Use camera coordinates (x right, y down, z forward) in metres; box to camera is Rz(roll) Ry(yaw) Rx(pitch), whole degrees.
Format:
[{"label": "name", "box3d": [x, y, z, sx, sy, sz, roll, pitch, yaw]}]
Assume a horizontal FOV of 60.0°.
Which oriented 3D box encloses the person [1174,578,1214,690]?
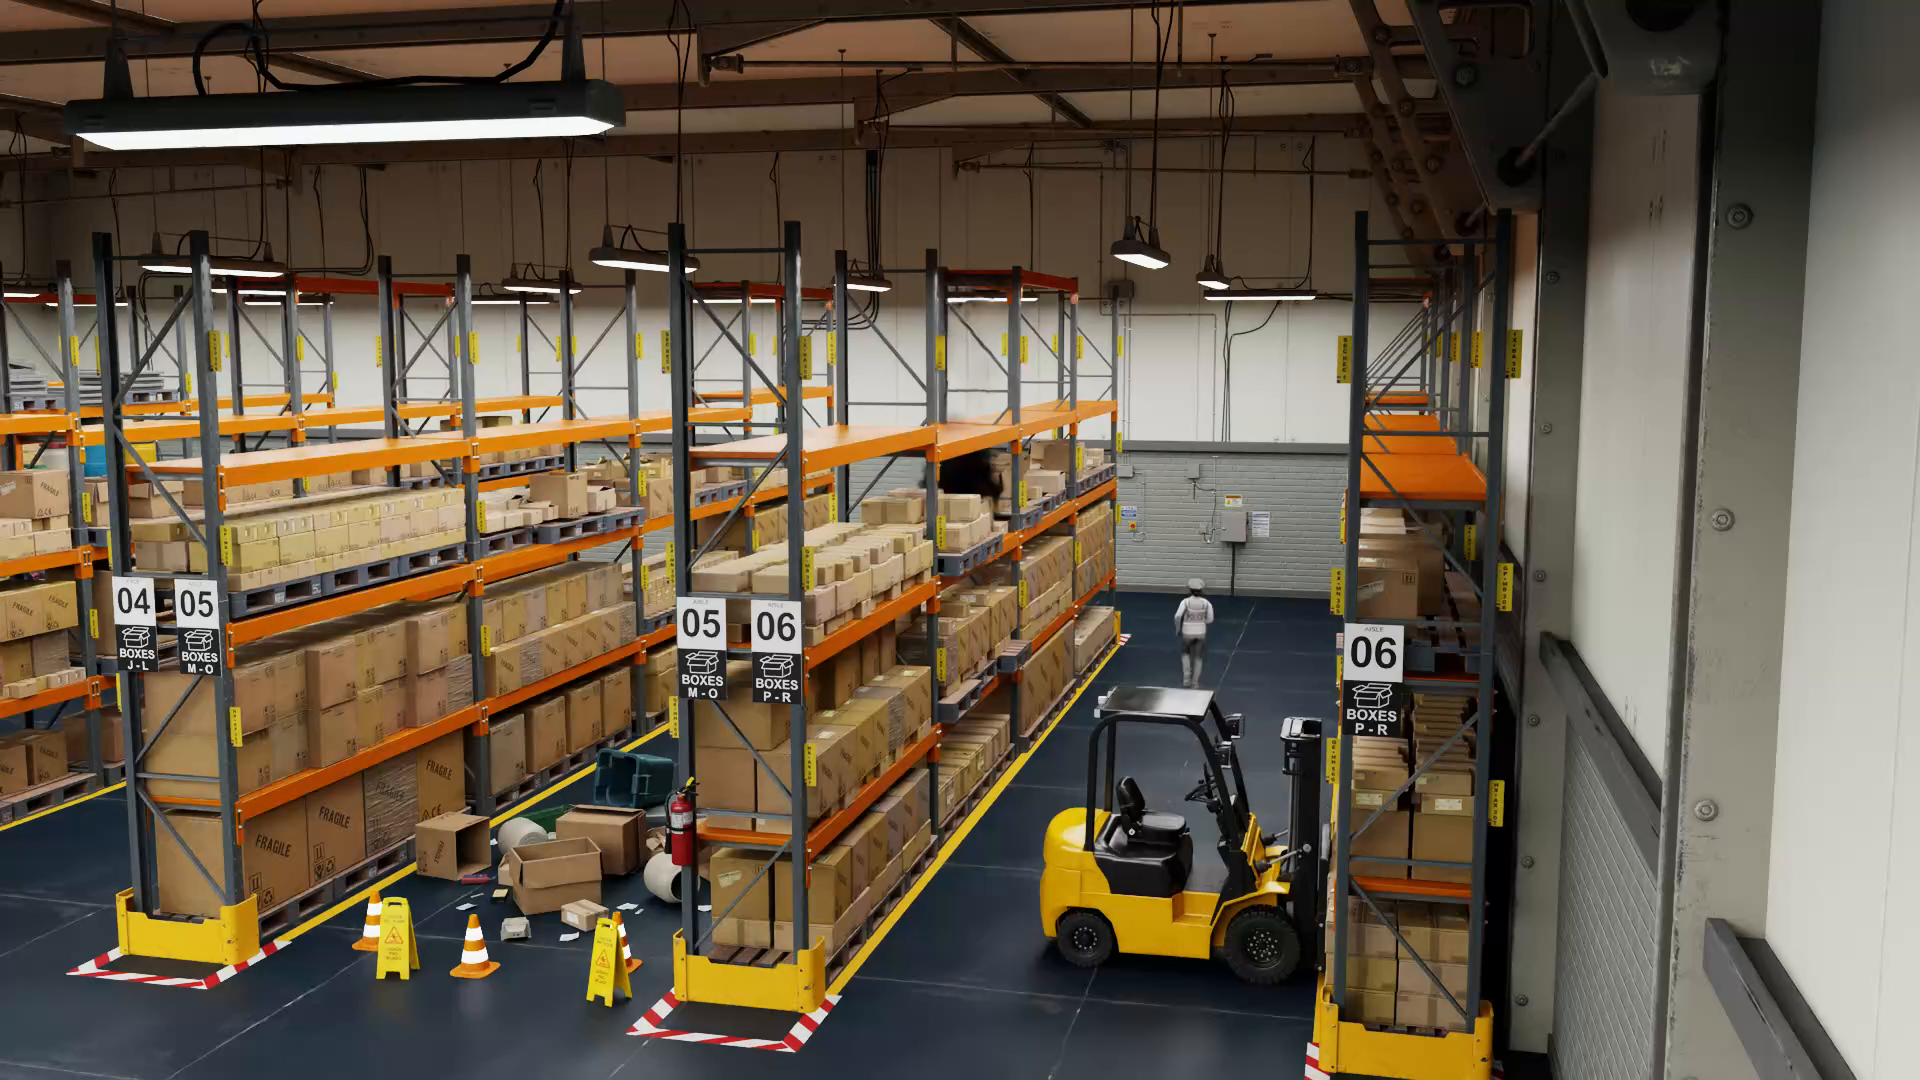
[{"label": "person", "box3d": [3.420, 1.375, 24.321, 0.559, 1.660, 0.584, 0, 7, 2]}]
